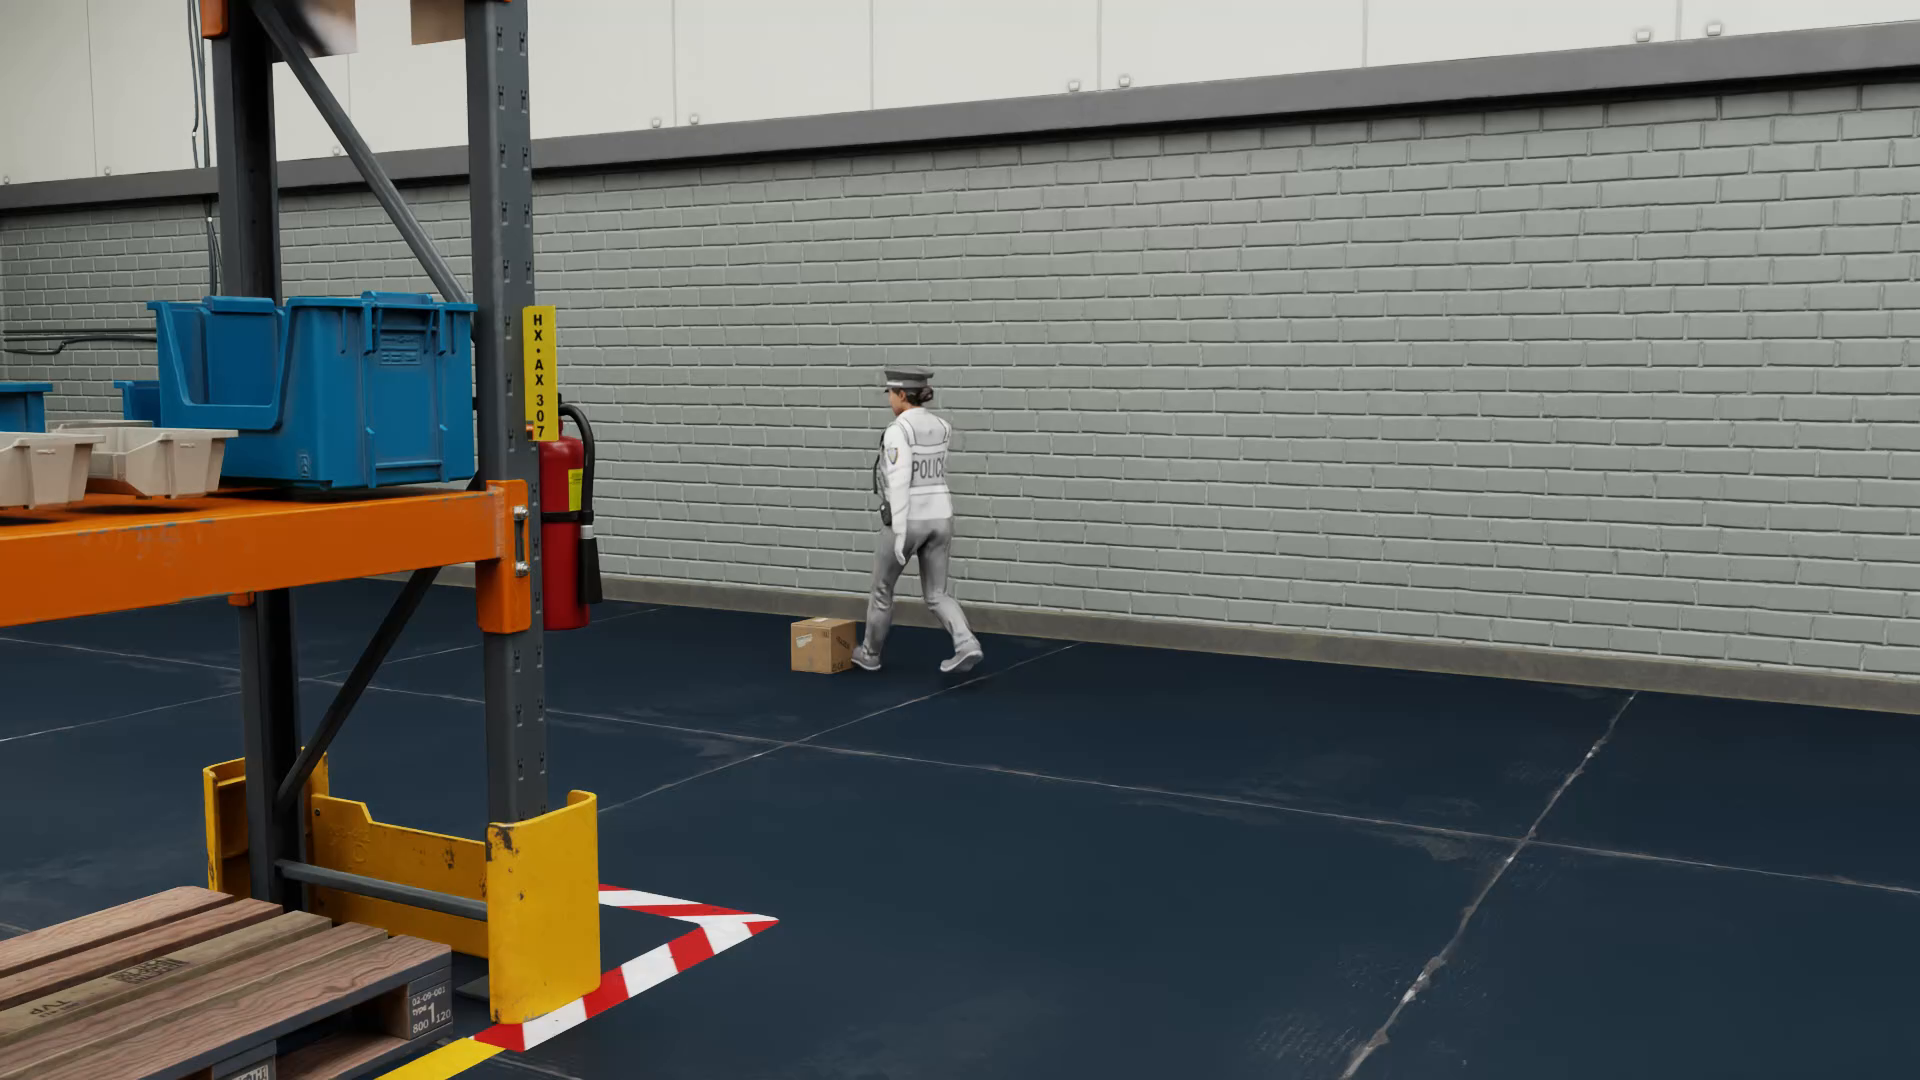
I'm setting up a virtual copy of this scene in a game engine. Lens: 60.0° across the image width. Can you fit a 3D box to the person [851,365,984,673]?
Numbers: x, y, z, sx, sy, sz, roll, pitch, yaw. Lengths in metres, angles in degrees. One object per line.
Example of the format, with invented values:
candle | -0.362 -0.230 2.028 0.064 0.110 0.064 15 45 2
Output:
person | -0.264 -0.088 8.459 0.446 1.597 1.025 -5 8 -38
